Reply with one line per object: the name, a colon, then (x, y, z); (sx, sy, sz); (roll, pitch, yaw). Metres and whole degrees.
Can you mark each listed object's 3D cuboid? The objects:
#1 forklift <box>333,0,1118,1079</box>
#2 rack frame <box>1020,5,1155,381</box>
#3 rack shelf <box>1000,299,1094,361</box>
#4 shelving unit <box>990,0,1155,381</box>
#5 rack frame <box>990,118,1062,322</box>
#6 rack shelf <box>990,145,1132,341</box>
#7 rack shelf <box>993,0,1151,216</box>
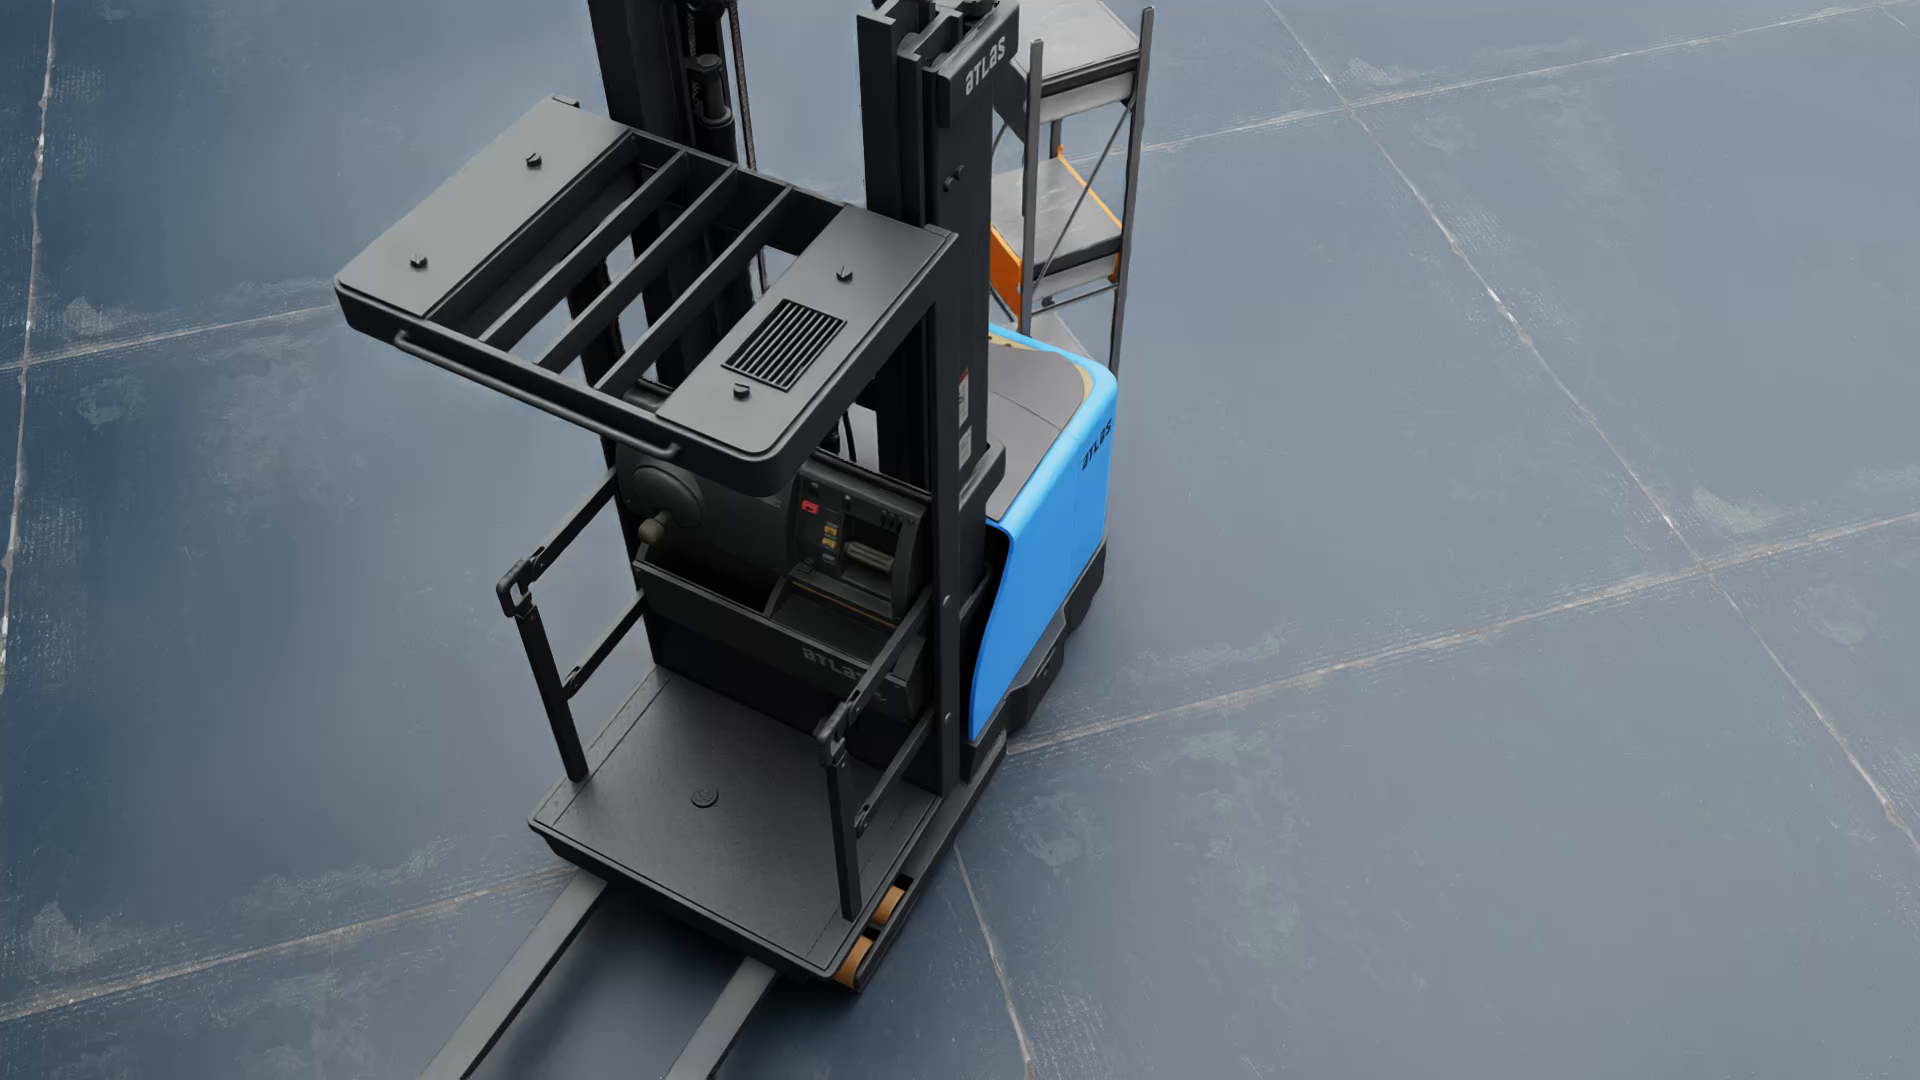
forklift: (-0.624, 0.019, 4.317); (1.130, 2.935, 3.031); (22, 53, 18)
rack frame: (0.381, -0.796, 5.547); (0.400, 2.100, 0.015); (-21, 53, -17)
rack shelf: (0.272, -0.502, 6.234); (0.431, 0.518, 0.480); (-21, 53, -17)
shelving unit: (0.272, -0.962, 5.688); (0.431, 2.100, 0.503); (-21, 53, -17)
rack frame: (0.163, -1.129, 5.829); (0.400, 2.100, 0.015); (-21, 53, -17)
rack shelf: (0.272, -0.954, 5.698); (0.431, 0.518, 0.480); (-21, 53, -17)
rack shelf: (0.272, -1.405, 5.163); (0.431, 0.518, 0.480); (-21, 53, -17)
